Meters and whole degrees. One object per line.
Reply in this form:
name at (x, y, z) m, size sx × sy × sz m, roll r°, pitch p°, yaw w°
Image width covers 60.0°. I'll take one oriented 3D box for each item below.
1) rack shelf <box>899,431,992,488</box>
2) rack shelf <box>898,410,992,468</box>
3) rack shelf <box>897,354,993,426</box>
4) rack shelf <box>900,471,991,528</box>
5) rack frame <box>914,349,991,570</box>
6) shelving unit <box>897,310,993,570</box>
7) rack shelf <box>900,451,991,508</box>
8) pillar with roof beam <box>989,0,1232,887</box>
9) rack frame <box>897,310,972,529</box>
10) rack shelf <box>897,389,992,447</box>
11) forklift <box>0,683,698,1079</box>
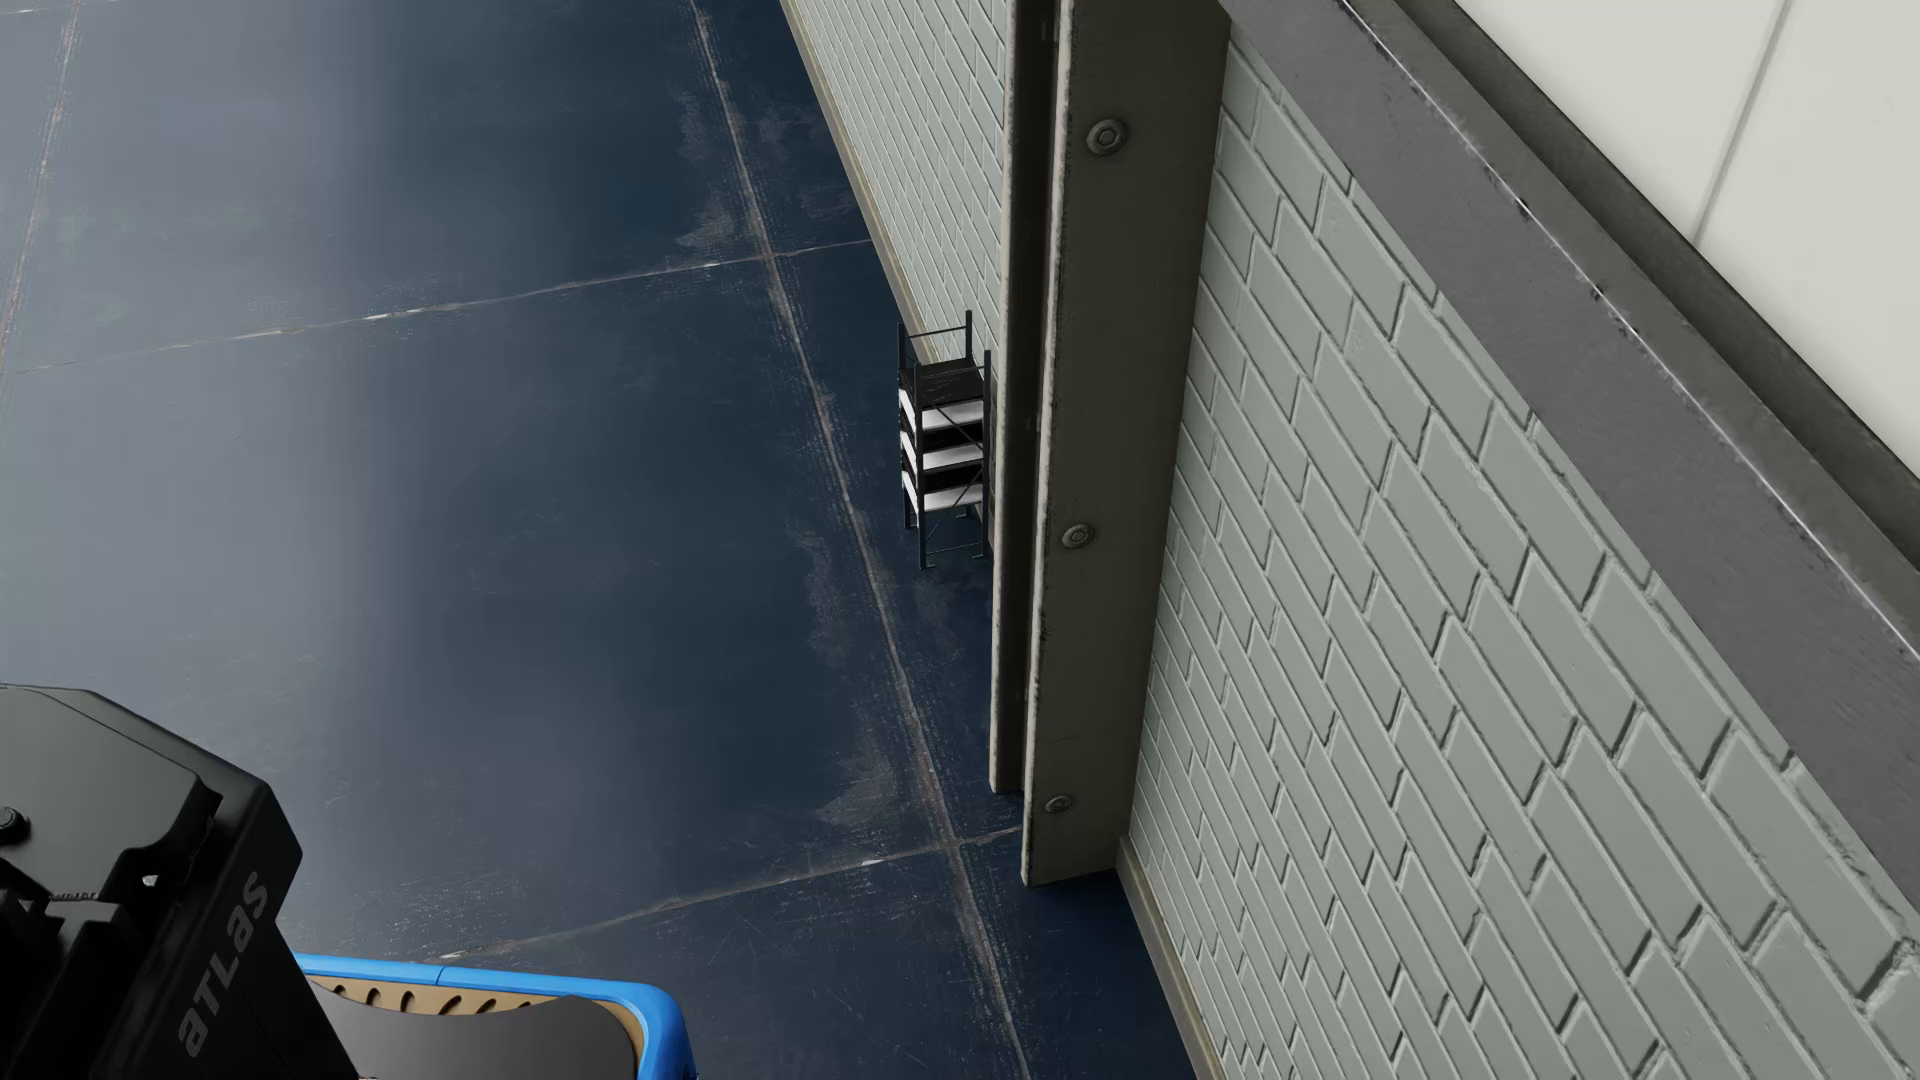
rack shelf at (-0.049, -0.286, 5.447) m, size 0.258 × 0.077 × 0.200 m, roll -12°, pitch 47°, yaw -11°
rack shelf at (-0.049, -0.349, 5.383) m, size 0.258 × 0.077 × 0.200 m, roll -12°, pitch 47°, yaw -11°
rack shelf at (-0.050, -0.475, 5.254) m, size 0.258 × 0.077 × 0.200 m, roll -12°, pitch 47°, yaw -11°
rack shelf at (-0.049, -0.160, 5.576) m, size 0.258 × 0.077 × 0.200 m, roll -12°, pitch 47°, yaw -11°
rack frame at (-0.021, -0.240, 5.355) m, size 0.240 × 0.900 × 0.006 m, roll -12°, pitch 47°, yaw -11°
shelving unit at (-0.049, -0.310, 5.423) m, size 0.258 × 0.900 × 0.210 m, roll -12°, pitch 47°, yaw -11°
rack shelf at (-0.049, -0.223, 5.511) m, size 0.258 × 0.077 × 0.200 m, roll -12°, pitch 47°, yaw -11°
pillar with roof beam at (-3.875, -1.530, 0.949) m, size 9.100 × 9.000 × 0.400 m, roll -11°, pitch 47°, yaw -10°
rack frame at (-0.077, -0.380, 5.492) m, size 0.240 × 0.900 × 0.006 m, roll -12°, pitch 47°, yaw -11°
rack shelf at (-0.050, -0.412, 5.318) m, size 0.258 × 0.077 × 0.200 m, roll -12°, pitch 47°, yaw -11°
forklift at (-1.199, 1.649, 2.082) m, size 1.130 × 2.935 × 3.031 m, roll 4°, pitch 46°, yaw 4°
